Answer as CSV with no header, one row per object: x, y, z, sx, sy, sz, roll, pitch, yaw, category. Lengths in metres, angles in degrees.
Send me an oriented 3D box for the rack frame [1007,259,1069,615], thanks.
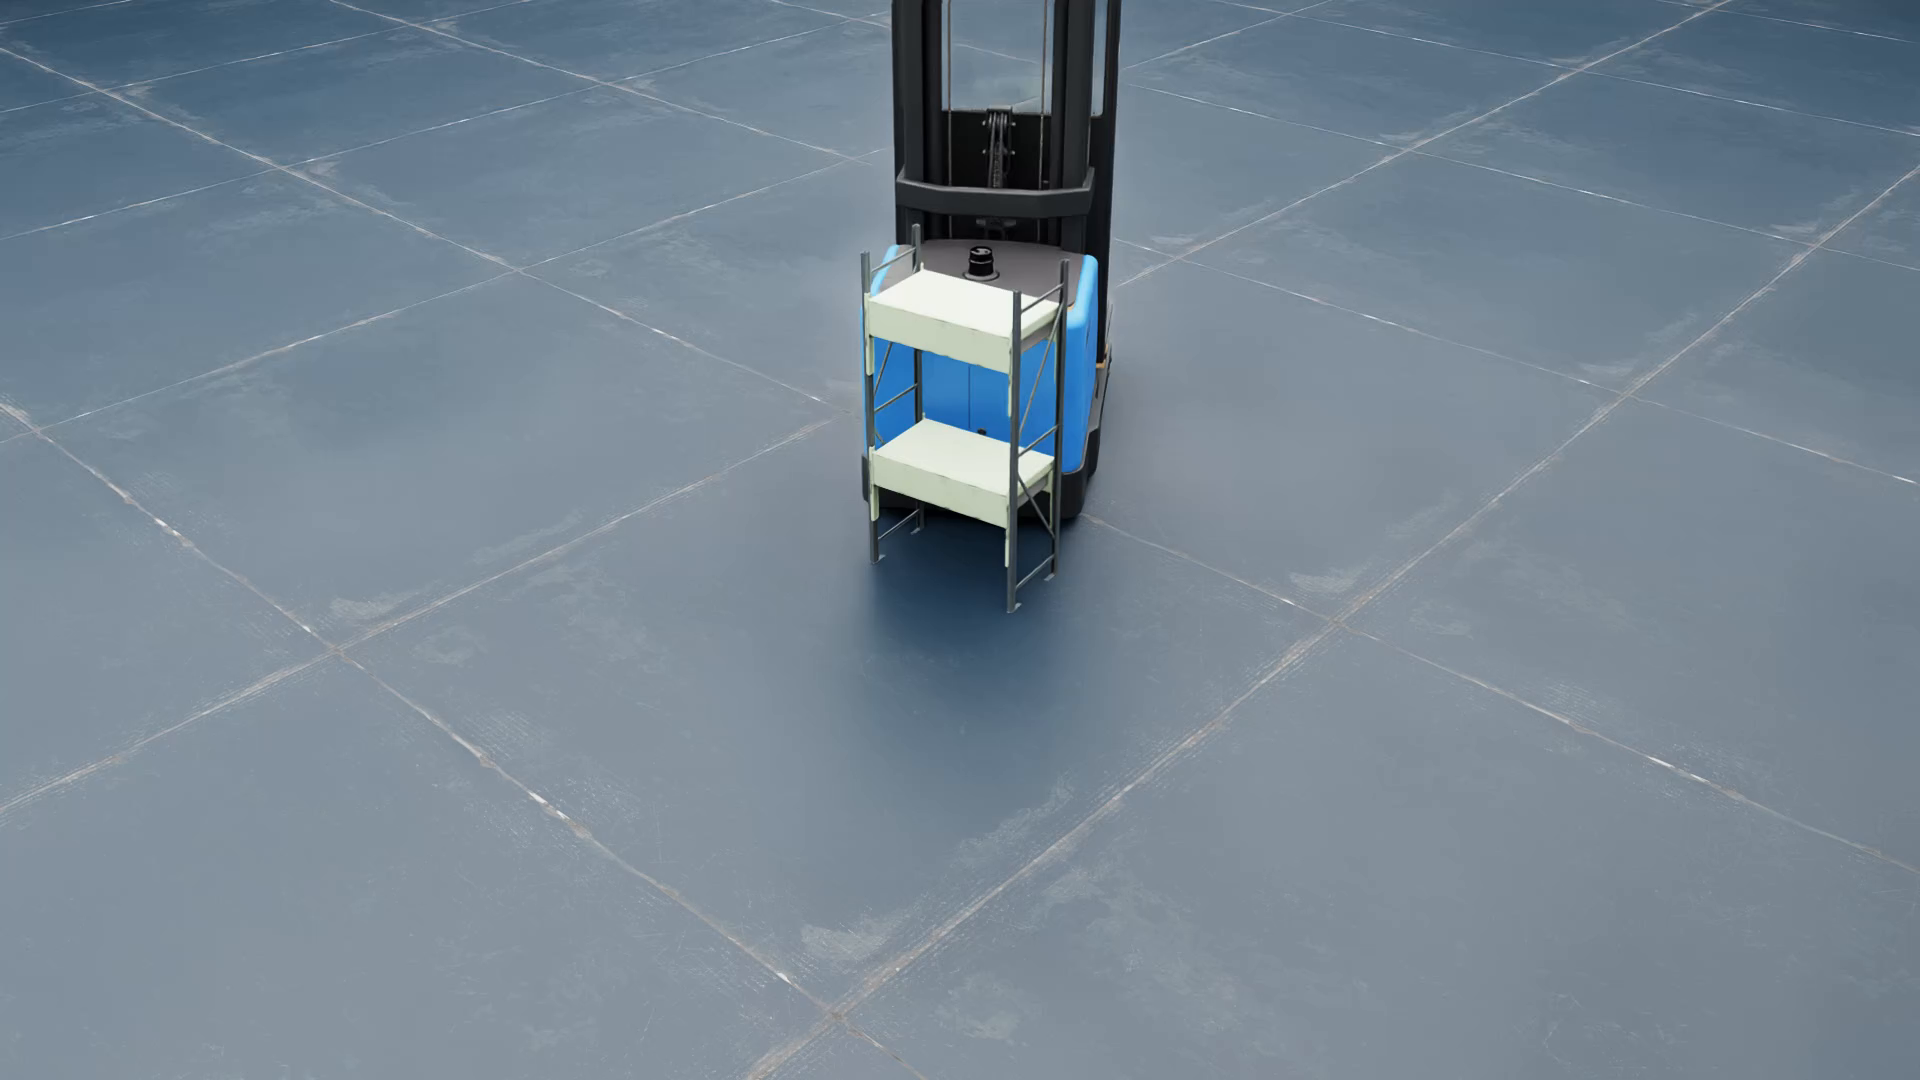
0.323,-0.407,6.973,0.023,1.500,0.400,19,36,28,rack frame

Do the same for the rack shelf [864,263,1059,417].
0.017,-0.846,6.944,0.720,0.370,0.431,19,36,28,rack shelf

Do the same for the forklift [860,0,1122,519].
0.252,-2.095,8.389,1.130,2.935,3.031,4,31,7,forklift

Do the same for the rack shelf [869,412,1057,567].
0.017,-0.232,7.314,0.720,0.370,0.431,19,36,28,rack shelf

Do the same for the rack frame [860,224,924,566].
-0.288,-0.616,7.319,0.023,1.500,0.400,19,36,28,rack frame

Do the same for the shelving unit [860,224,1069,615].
0.017,-0.512,7.146,0.755,1.500,0.431,19,36,28,shelving unit
